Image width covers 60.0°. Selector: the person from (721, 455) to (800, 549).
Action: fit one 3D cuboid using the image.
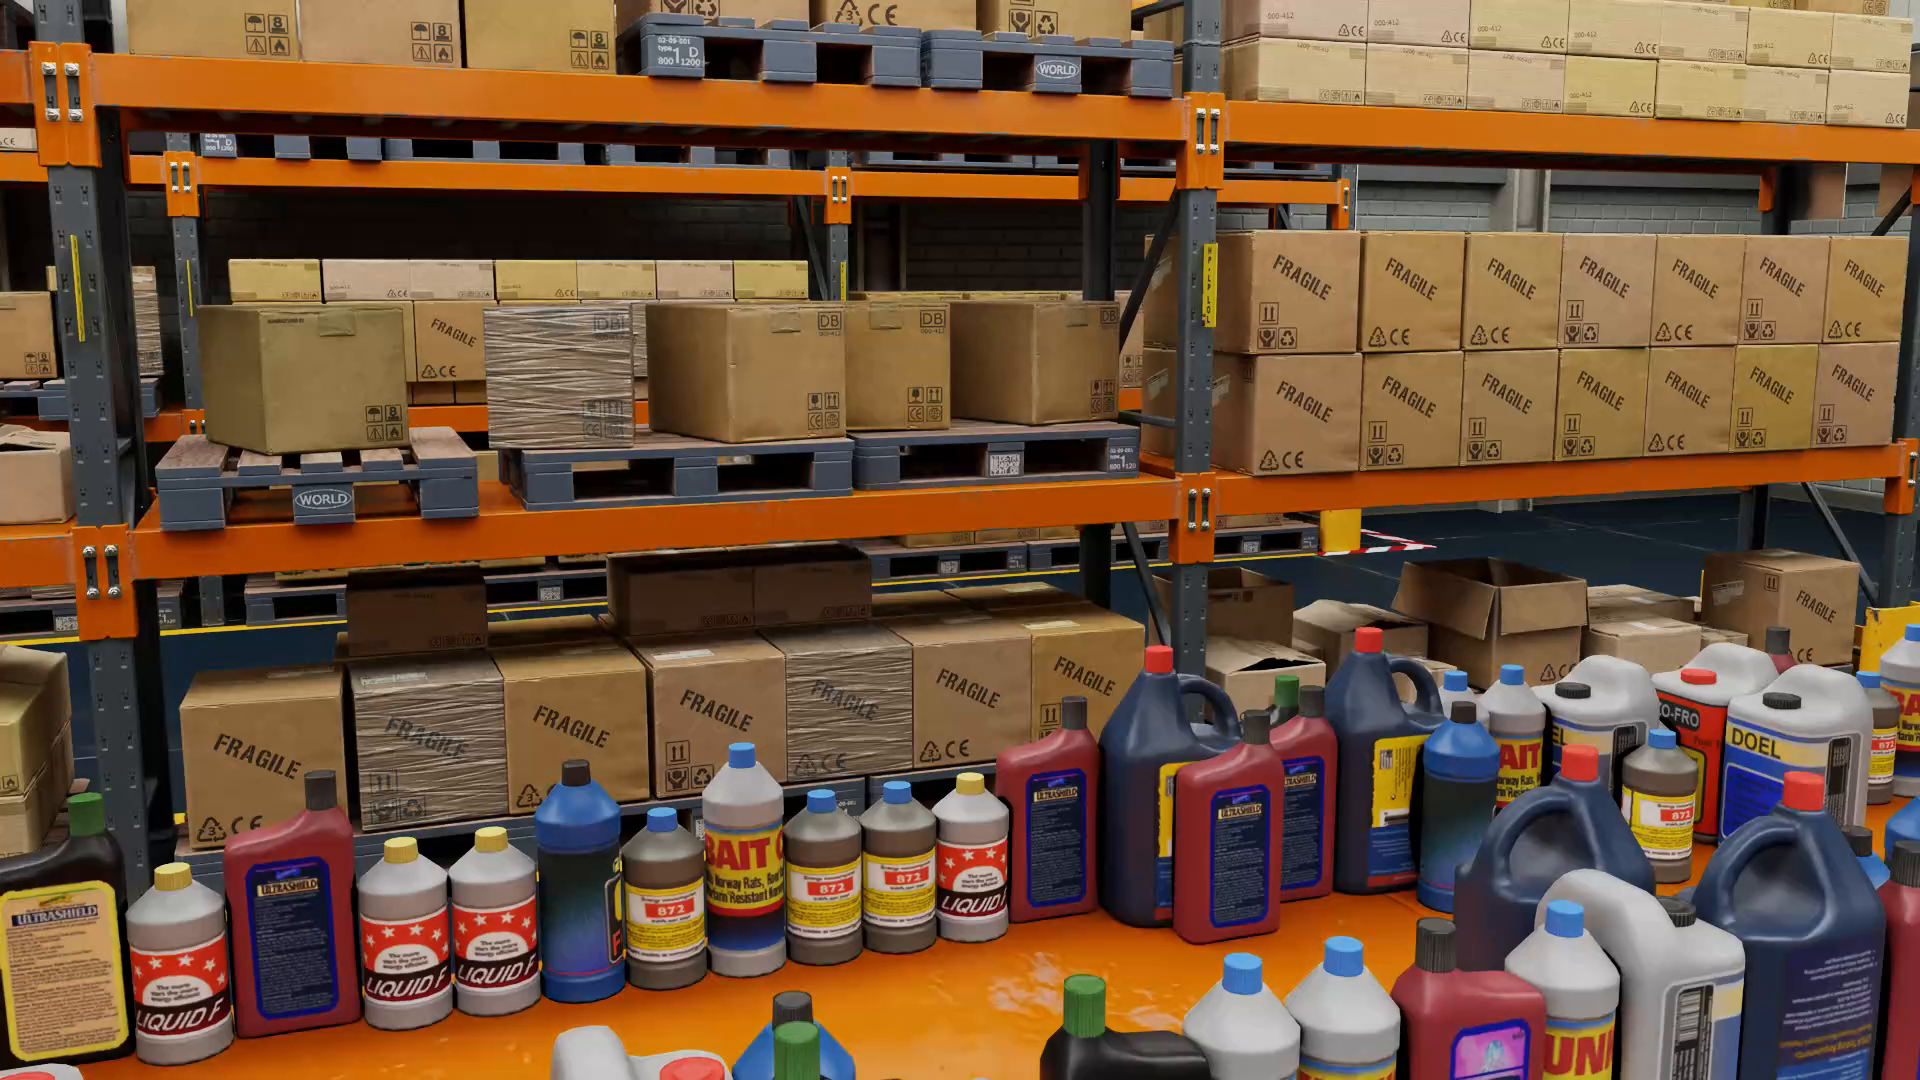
[{"bbox_3d":[-1.042,-0.082,8.905,0.945,1.548,0.420,4,10,26],"label":"person"}]
